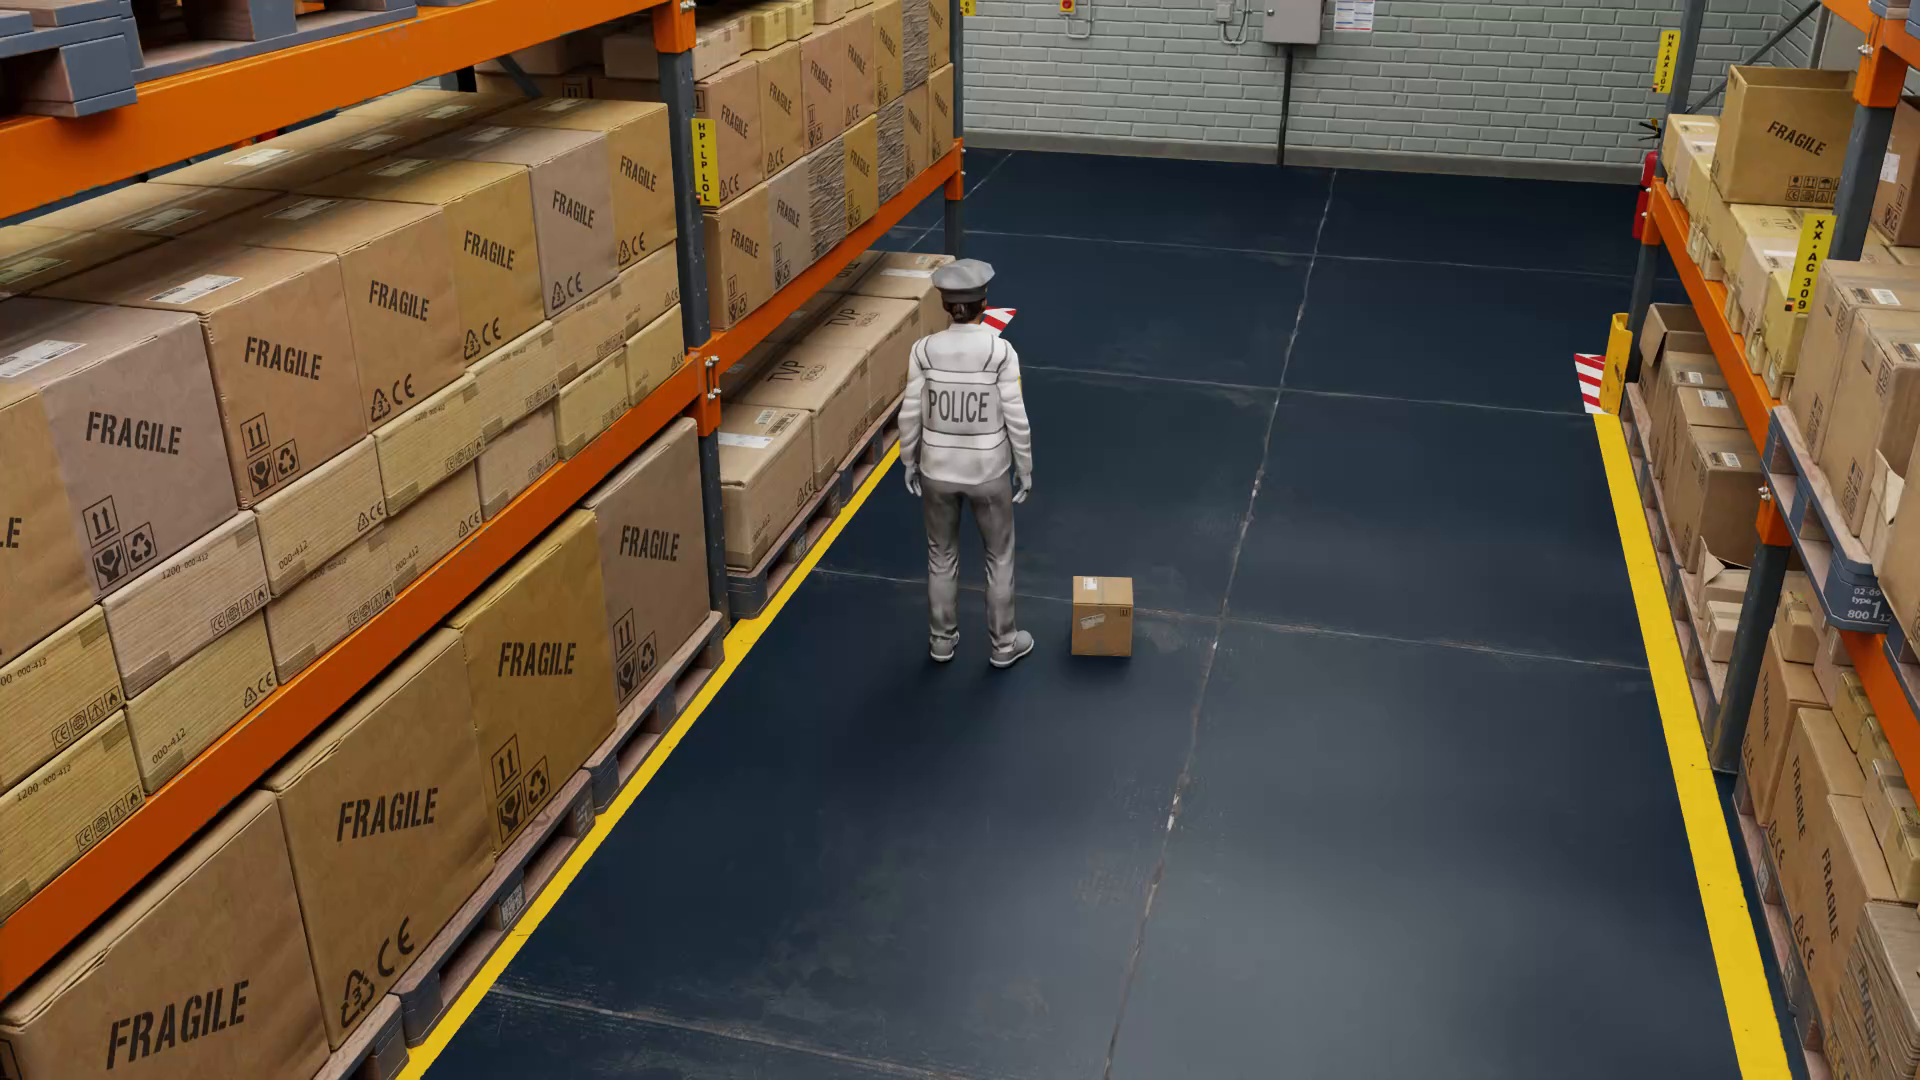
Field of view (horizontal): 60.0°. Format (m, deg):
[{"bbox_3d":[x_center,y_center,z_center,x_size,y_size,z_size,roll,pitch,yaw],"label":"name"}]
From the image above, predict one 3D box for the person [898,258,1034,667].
[{"bbox_3d":[0.028,-0.280,6.690,0.546,1.666,0.341,5,26,11],"label":"person"}]
